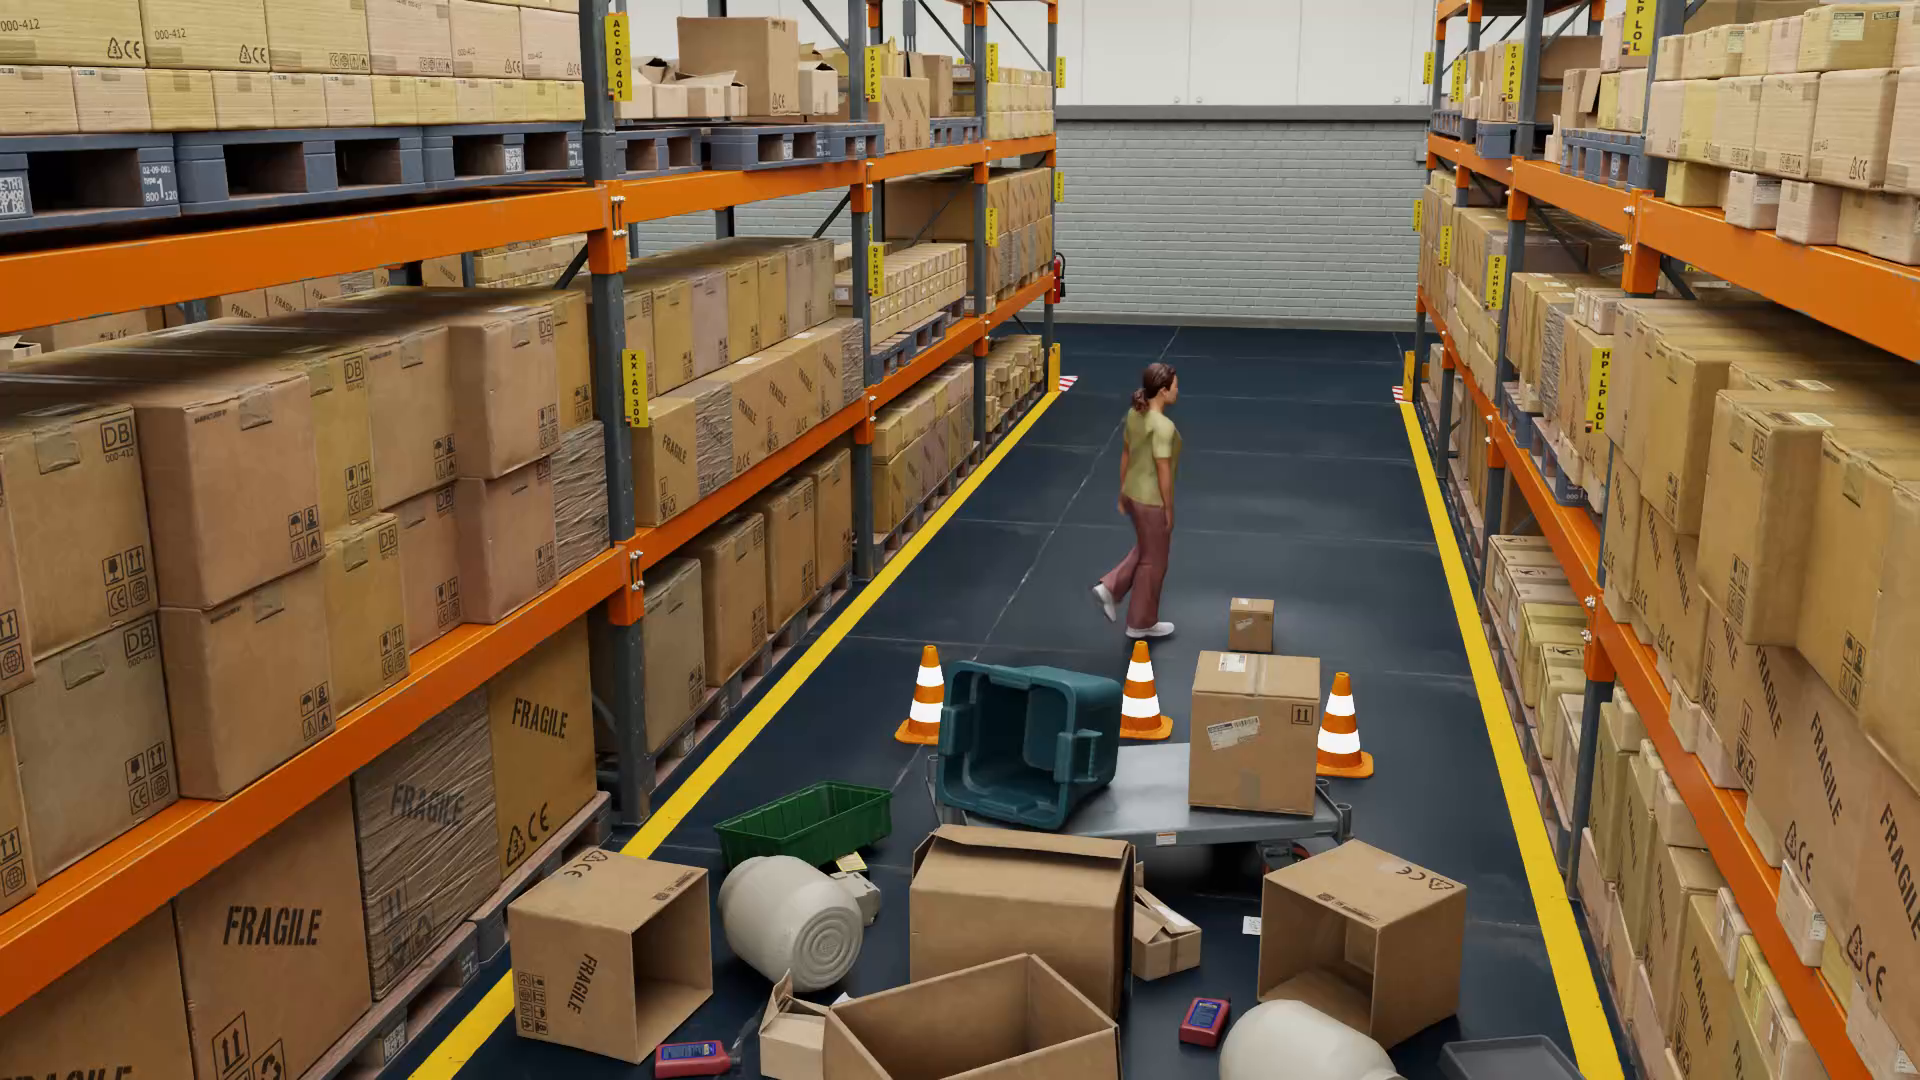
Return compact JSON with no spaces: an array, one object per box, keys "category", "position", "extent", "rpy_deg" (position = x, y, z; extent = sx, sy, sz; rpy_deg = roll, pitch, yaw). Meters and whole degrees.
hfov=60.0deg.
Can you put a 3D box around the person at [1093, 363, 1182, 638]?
[{"category":"person","position":[1.093,-0.216,9.759],"extent":[0.503,1.667,0.503],"rpy_deg":[-6,16,-21]}]
